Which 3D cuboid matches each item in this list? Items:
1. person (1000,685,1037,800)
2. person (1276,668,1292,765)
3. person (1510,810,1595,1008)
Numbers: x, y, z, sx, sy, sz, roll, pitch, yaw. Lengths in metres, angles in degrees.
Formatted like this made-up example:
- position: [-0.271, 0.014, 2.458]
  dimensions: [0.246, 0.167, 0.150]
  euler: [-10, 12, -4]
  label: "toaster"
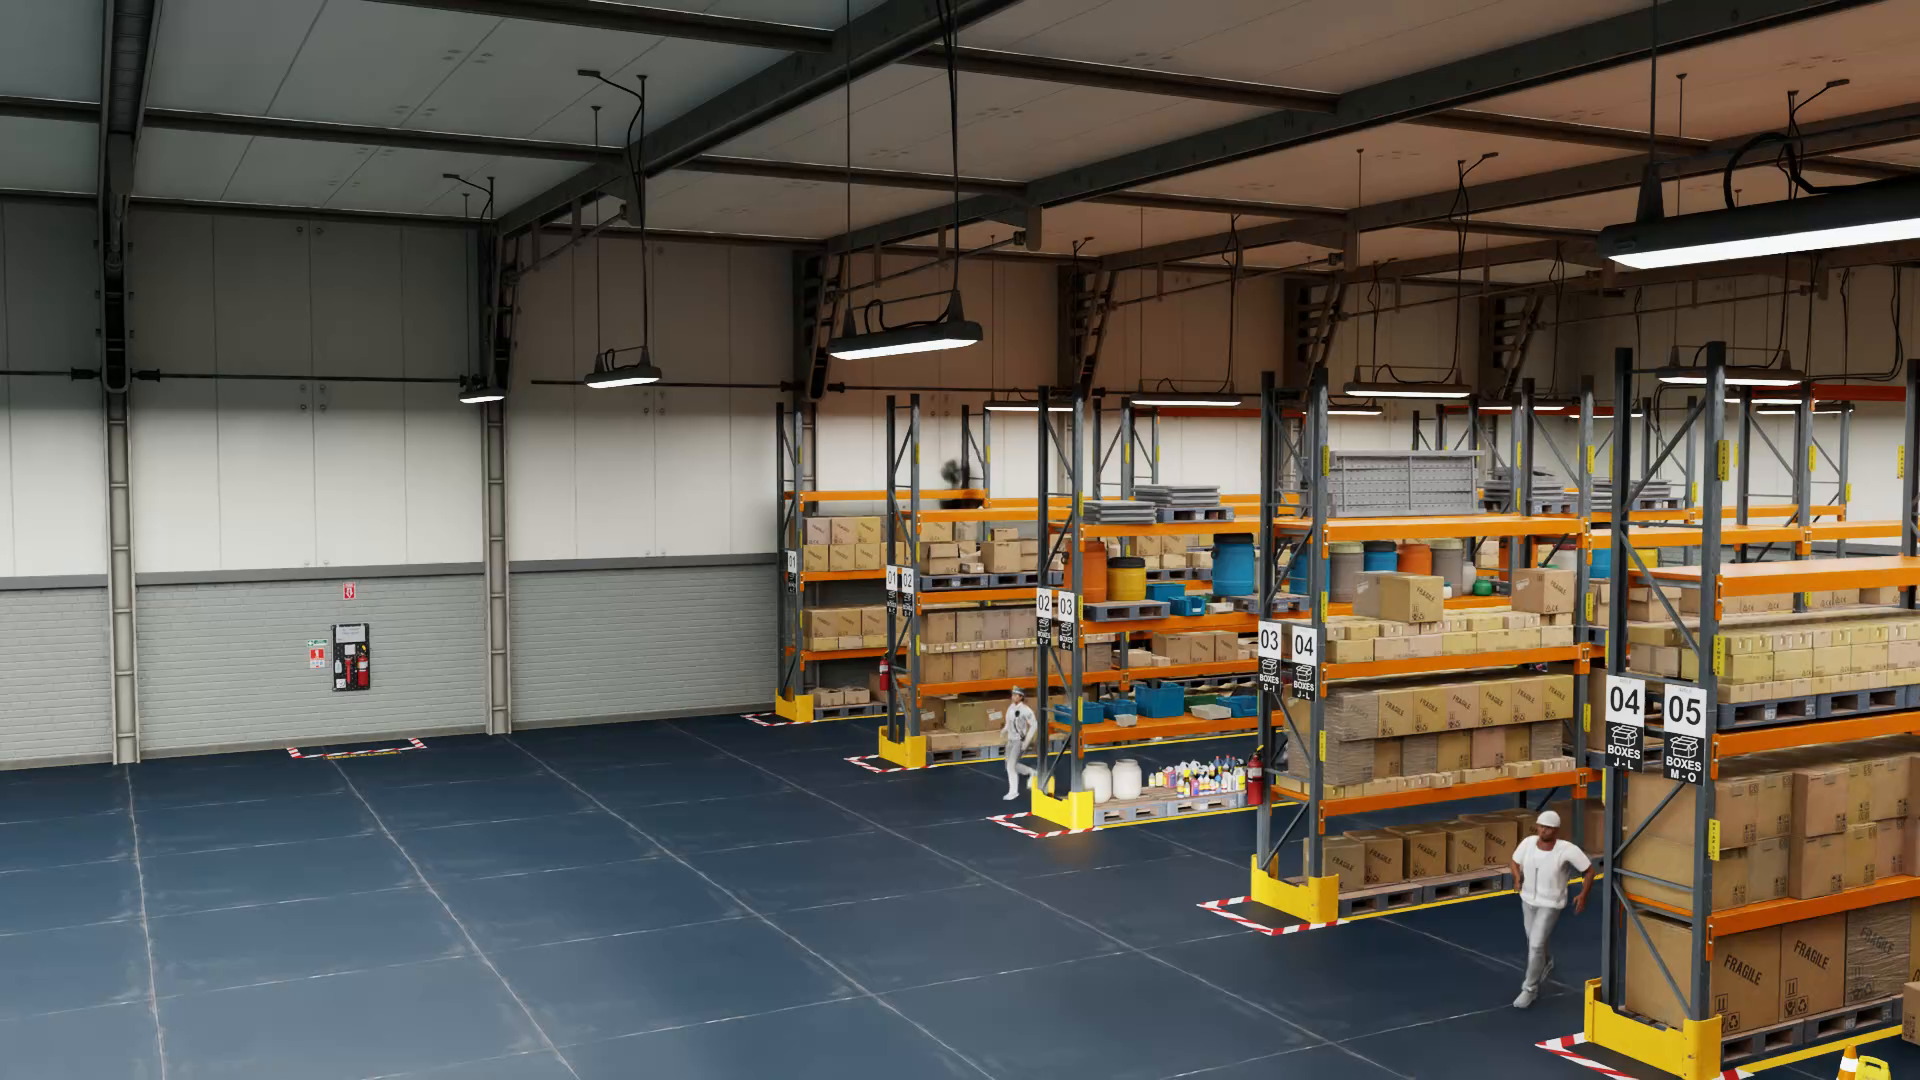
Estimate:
- position: [0.885, 2.964, 24.479]
  dimensions: [0.624, 1.678, 0.657]
  euler: [-2, 4, -29]
  label: "person"
- position: [5.453, 2.742, 27.036]
  dimensions: [0.860, 1.763, 0.667]
  euler: [-3, 4, -39]
  label: "person"
- position: [5.450, 3.392, 15.476]
  dimensions: [0.885, 1.778, 0.743]
  euler: [-3, 4, -40]
  label: "person"
